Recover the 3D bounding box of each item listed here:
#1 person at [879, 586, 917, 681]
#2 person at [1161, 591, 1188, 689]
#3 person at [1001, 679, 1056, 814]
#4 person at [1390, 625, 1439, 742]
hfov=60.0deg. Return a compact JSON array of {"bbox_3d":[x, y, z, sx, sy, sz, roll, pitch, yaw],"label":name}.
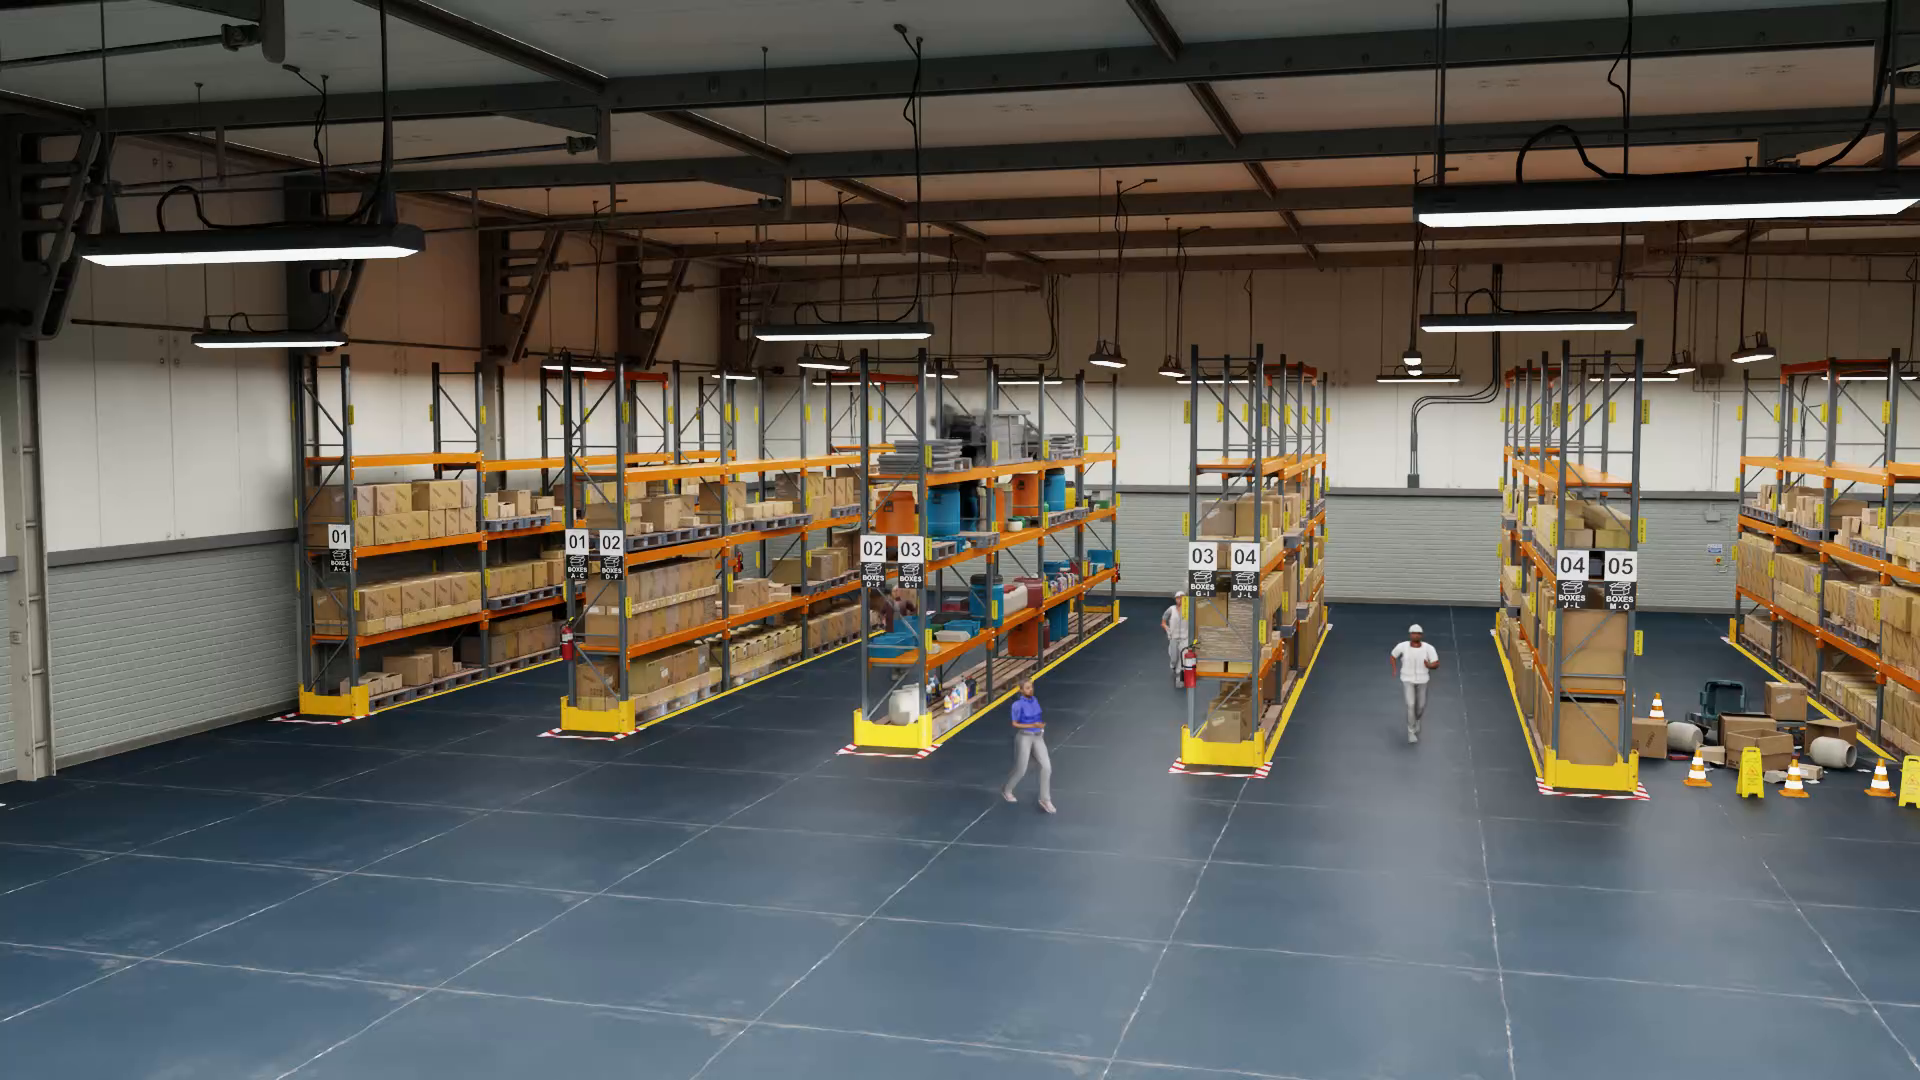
[{"bbox_3d":[-1.203,1.748,31.637,0.709,1.767,1.018,1,4,8],"label":"person"},{"bbox_3d":[4.038,1.818,30.579,0.667,1.763,0.860,0,4,3],"label":"person"},{"bbox_3d":[0.887,2.609,21.185,0.583,1.672,0.867,-3,5,-36],"label":"person"},{"bbox_3d":[7.007,2.172,25.616,0.701,1.750,0.990,1,4,7],"label":"person"}]
